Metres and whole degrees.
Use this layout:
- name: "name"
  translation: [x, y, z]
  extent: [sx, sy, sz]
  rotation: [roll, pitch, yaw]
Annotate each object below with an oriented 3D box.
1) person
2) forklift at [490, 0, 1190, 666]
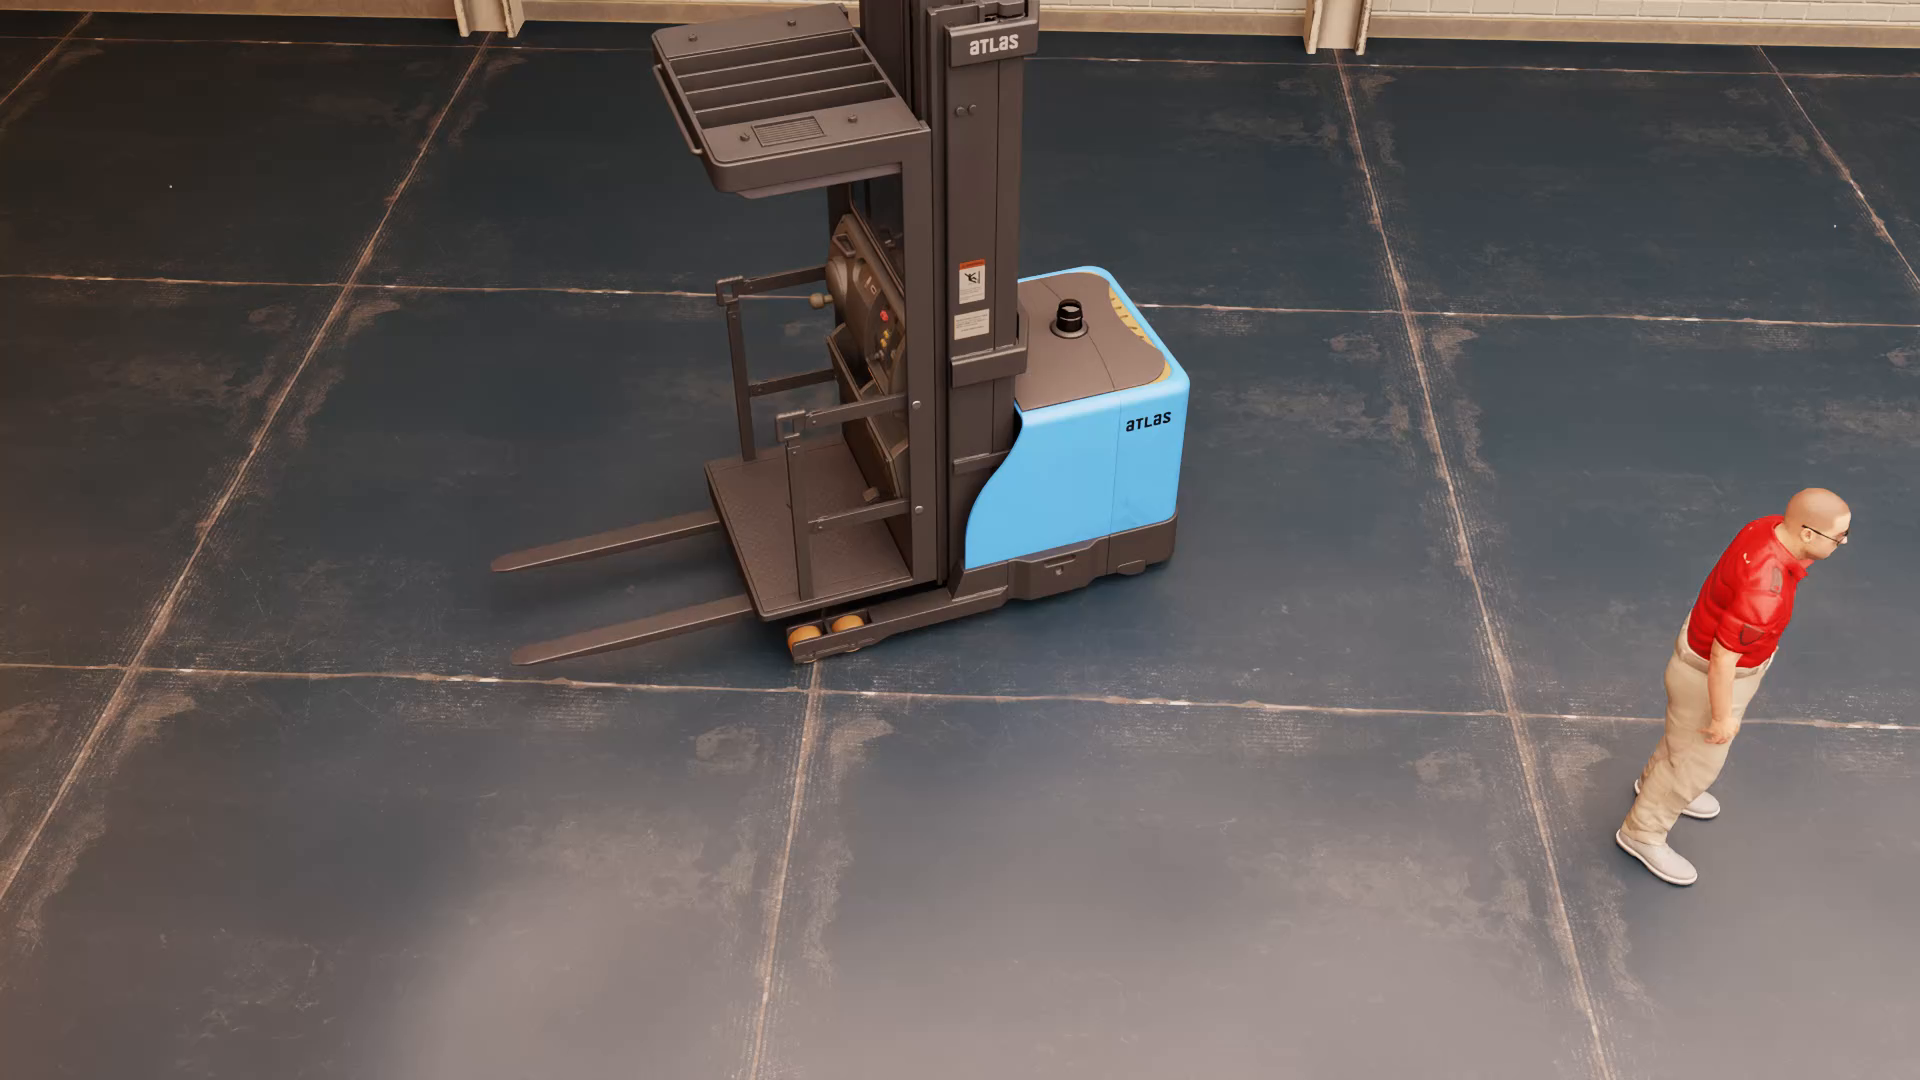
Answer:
- name: "person"
  translation: [2.814, 0.485, 6.102]
  extent: [0.395, 1.727, 0.607]
  rotation: [21, 46, 21]
- name: "forklift"
  translation: [-0.573, -0.945, 6.778]
  extent: [3.031, 2.935, 1.130]
  rotation: [-13, 44, -14]
